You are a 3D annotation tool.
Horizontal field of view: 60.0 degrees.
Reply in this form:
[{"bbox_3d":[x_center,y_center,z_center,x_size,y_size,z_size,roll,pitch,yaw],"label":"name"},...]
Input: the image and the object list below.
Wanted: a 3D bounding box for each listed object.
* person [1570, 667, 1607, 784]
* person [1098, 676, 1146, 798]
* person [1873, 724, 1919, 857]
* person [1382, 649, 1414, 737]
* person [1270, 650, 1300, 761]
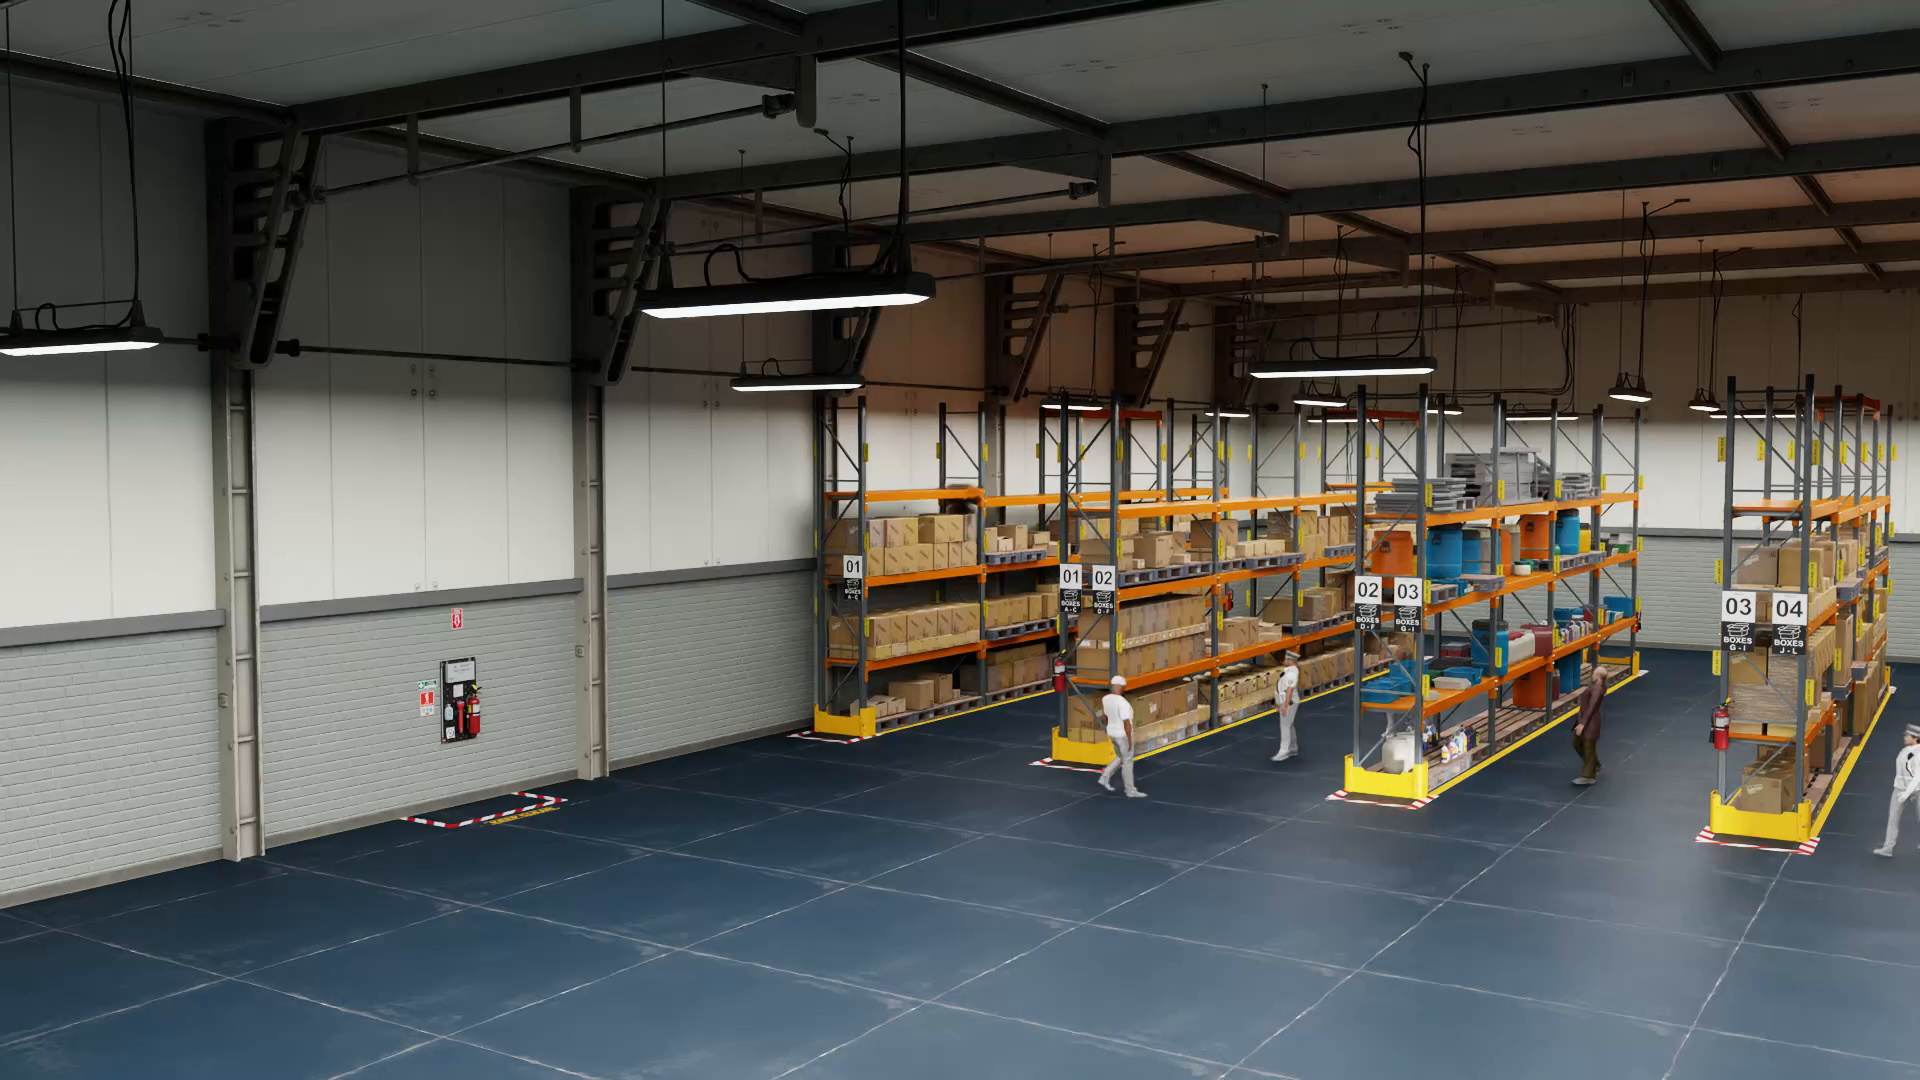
[{"bbox_3d":[9.530,2.792,25.177,0.586,1.760,0.621,0,3,4],"label":"person"},{"bbox_3d":[2.365,2.856,24.253,0.611,1.776,0.635,-1,3,-25],"label":"person"},{"bbox_3d":[11.744,3.093,20.576,1.023,1.631,0.442,-2,4,-39],"label":"person"},{"bbox_3d":[7.707,2.690,29.228,0.871,1.528,0.385,-3,4,-44],"label":"person"},{"bbox_3d":[5.307,2.696,27.236,0.548,1.789,0.545,0,3,-6],"label":"person"}]
